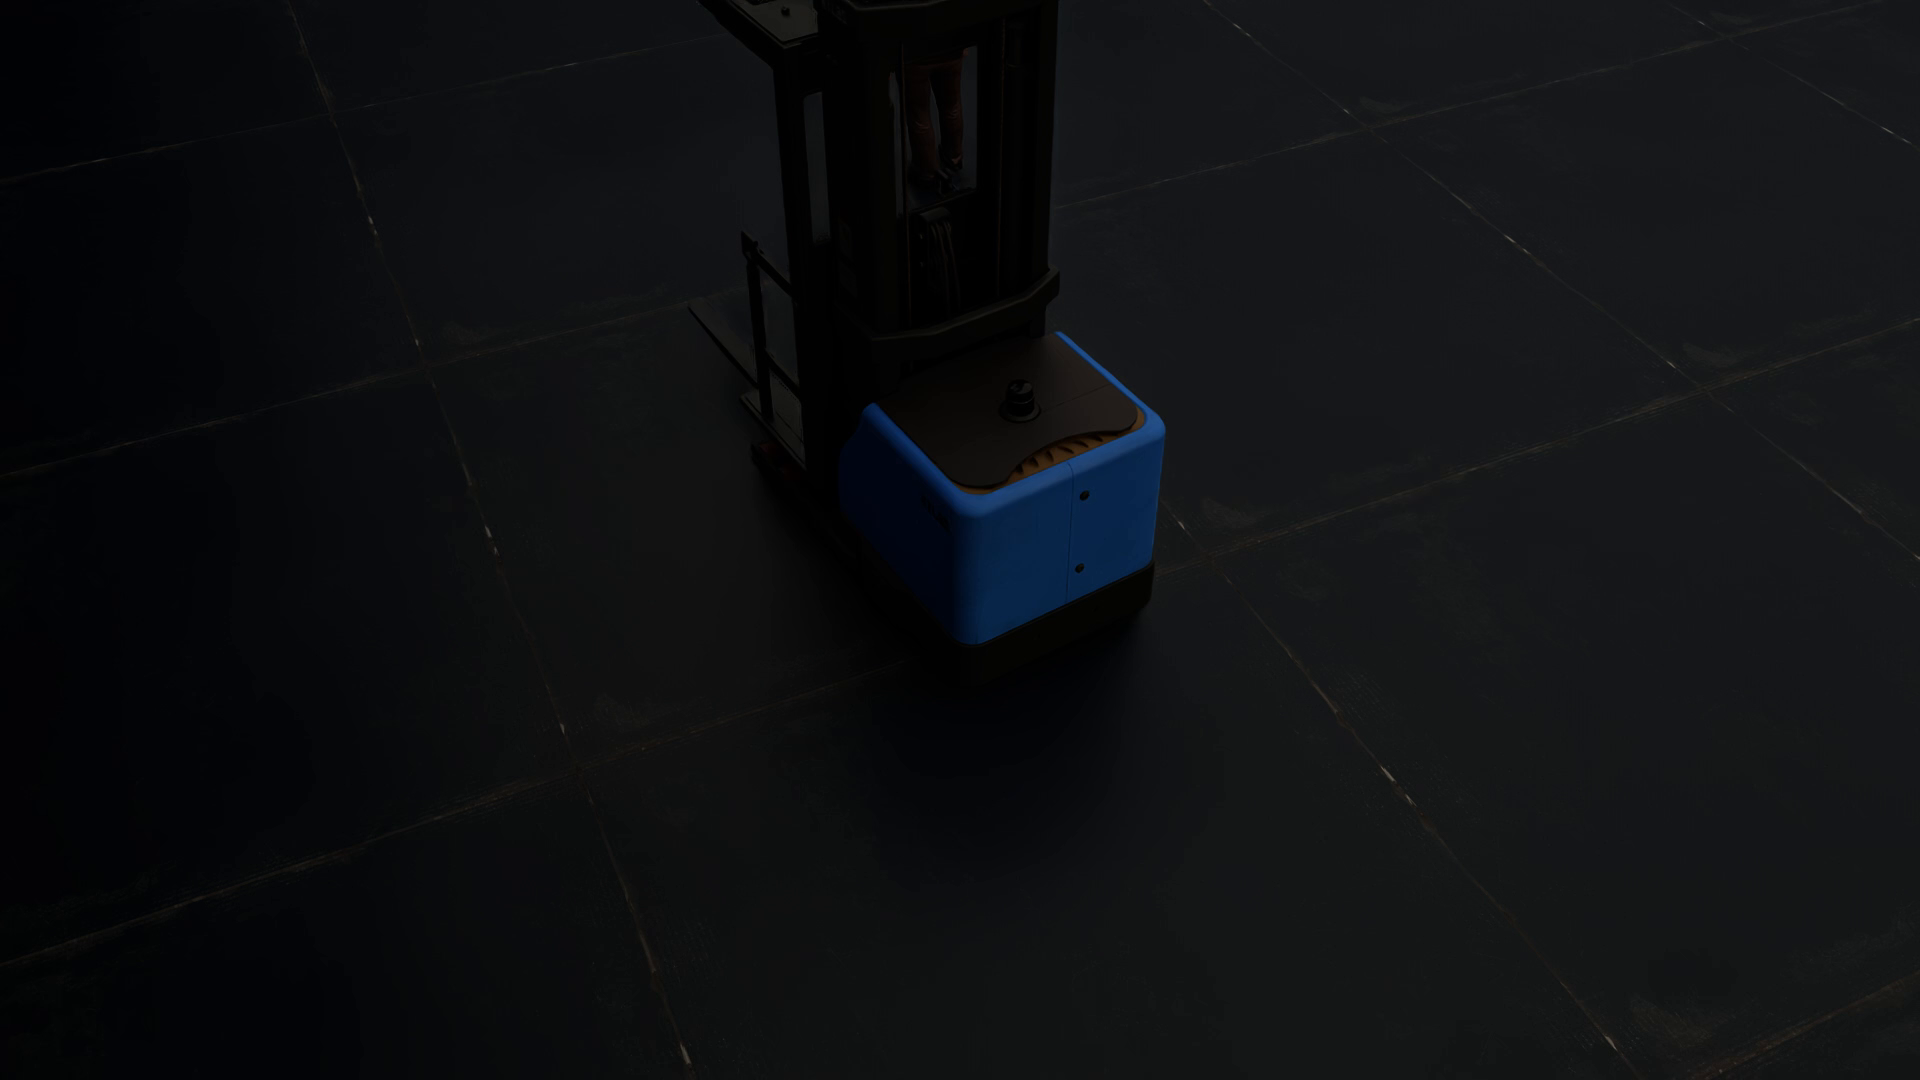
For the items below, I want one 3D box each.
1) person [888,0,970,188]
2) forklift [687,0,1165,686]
[{"bbox_3d":[-0.216,-2.852,9.613,0.629,1.721,0.567,-18,46,-18],"label":"person"},{"bbox_3d":[-0.360,-1.433,7.216,1.130,2.935,3.031,-24,48,-23],"label":"forklift"}]
